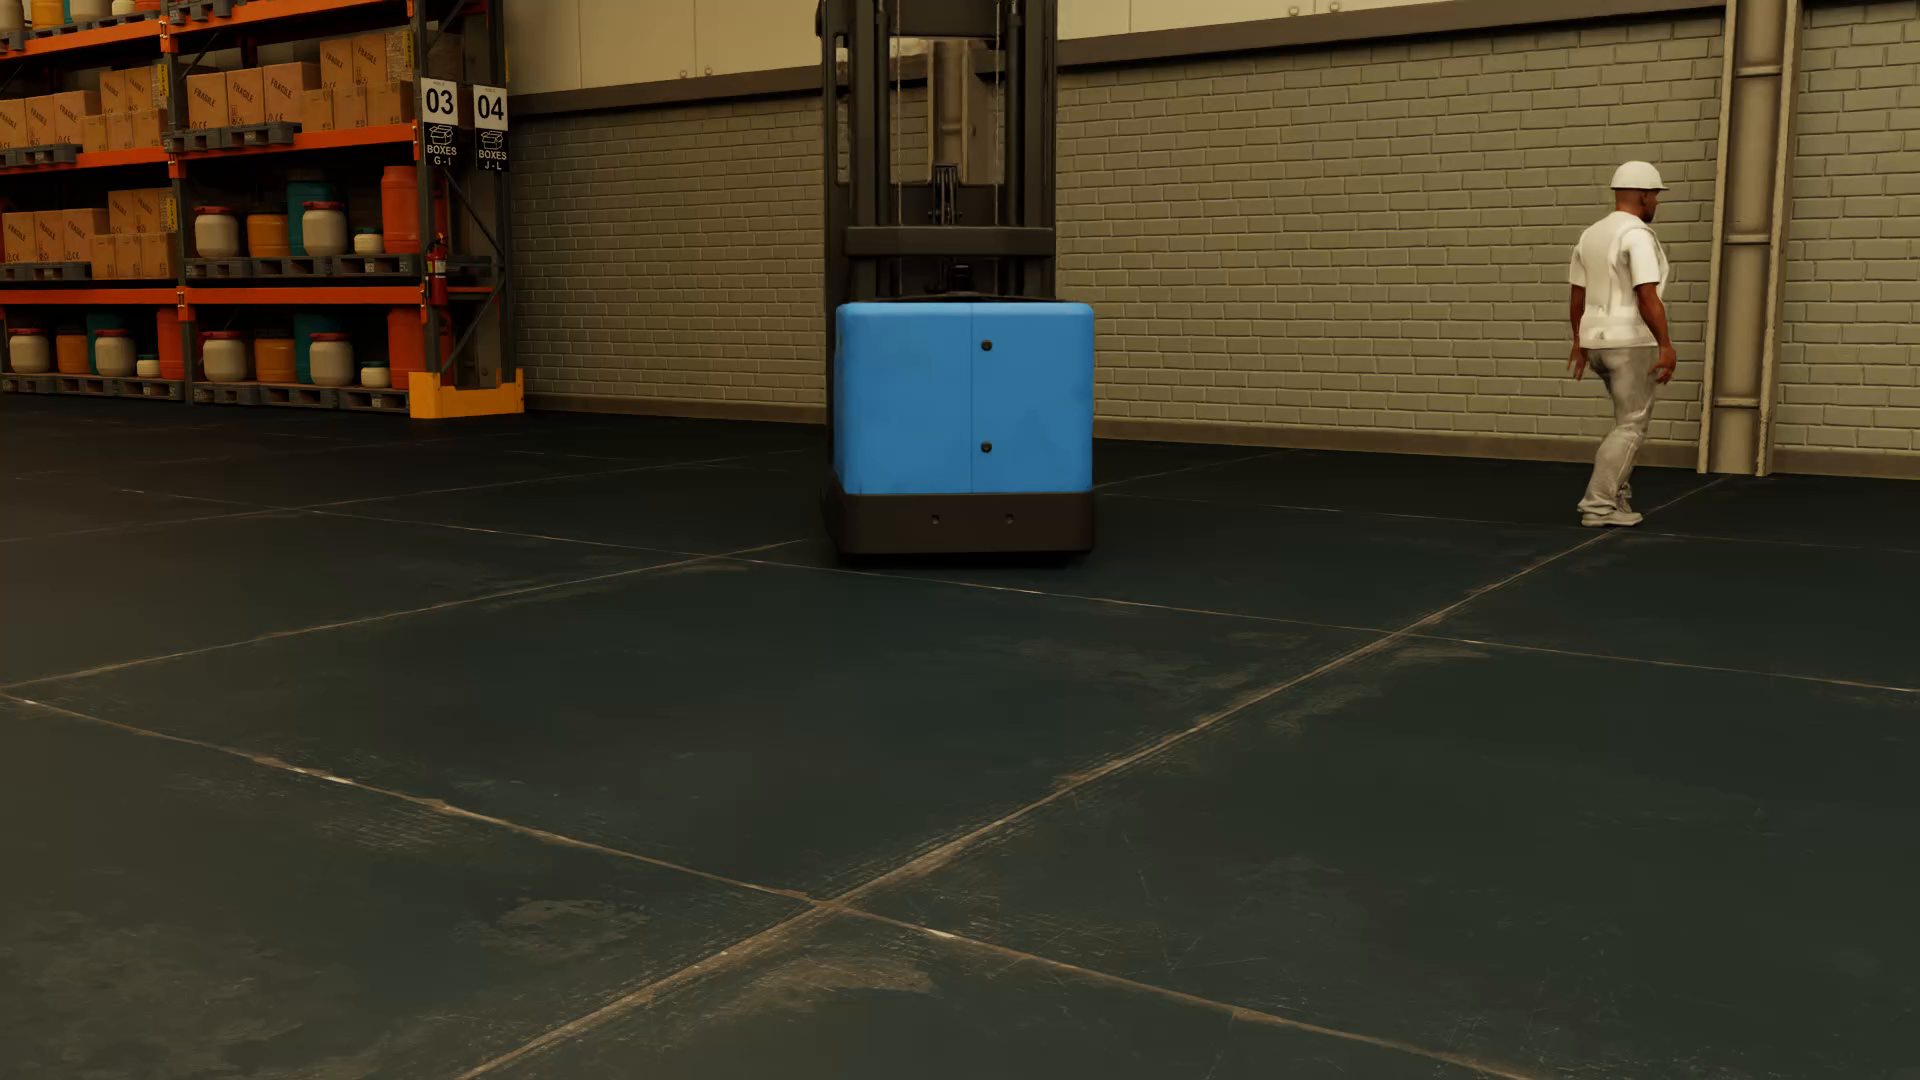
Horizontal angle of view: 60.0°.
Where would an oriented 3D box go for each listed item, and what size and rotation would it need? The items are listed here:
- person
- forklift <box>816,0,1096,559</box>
[{"bbox_3d":[3.242,-0.912,8.064,0.512,1.808,0.672,-1,8,-8],"label":"person"},{"bbox_3d":[-0.124,-1.541,8.028,1.130,2.935,3.031,-1,8,-6],"label":"forklift"}]
